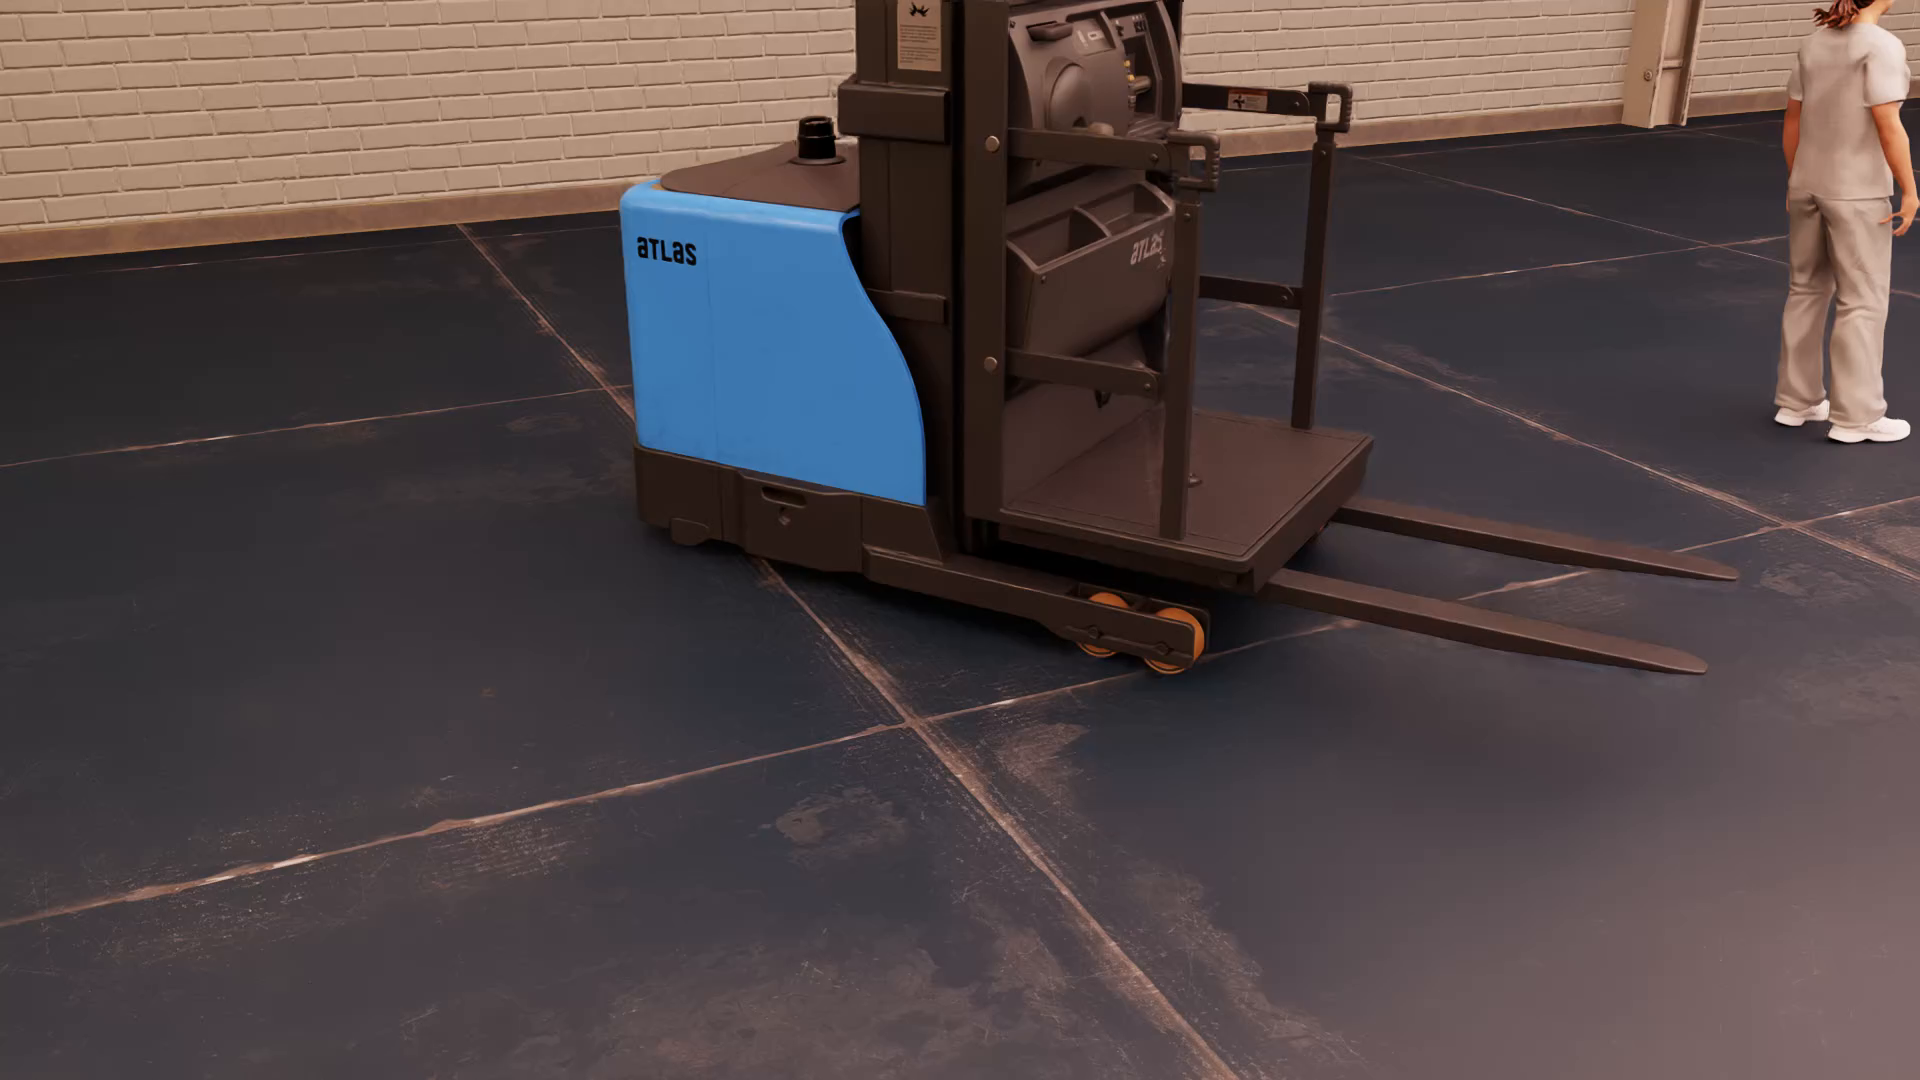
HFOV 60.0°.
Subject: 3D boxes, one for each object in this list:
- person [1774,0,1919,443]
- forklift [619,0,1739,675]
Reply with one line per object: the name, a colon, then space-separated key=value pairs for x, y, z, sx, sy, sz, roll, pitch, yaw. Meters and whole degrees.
person: x=3.112 y=-1.194 z=5.800 sx=0.512 sy=1.684 sz=0.526 roll=-7 pitch=24 yaw=-16
forklift: x=0.547 y=-1.242 z=4.275 sx=3.031 sy=2.935 sz=1.130 roll=12 pitch=26 yaw=27
